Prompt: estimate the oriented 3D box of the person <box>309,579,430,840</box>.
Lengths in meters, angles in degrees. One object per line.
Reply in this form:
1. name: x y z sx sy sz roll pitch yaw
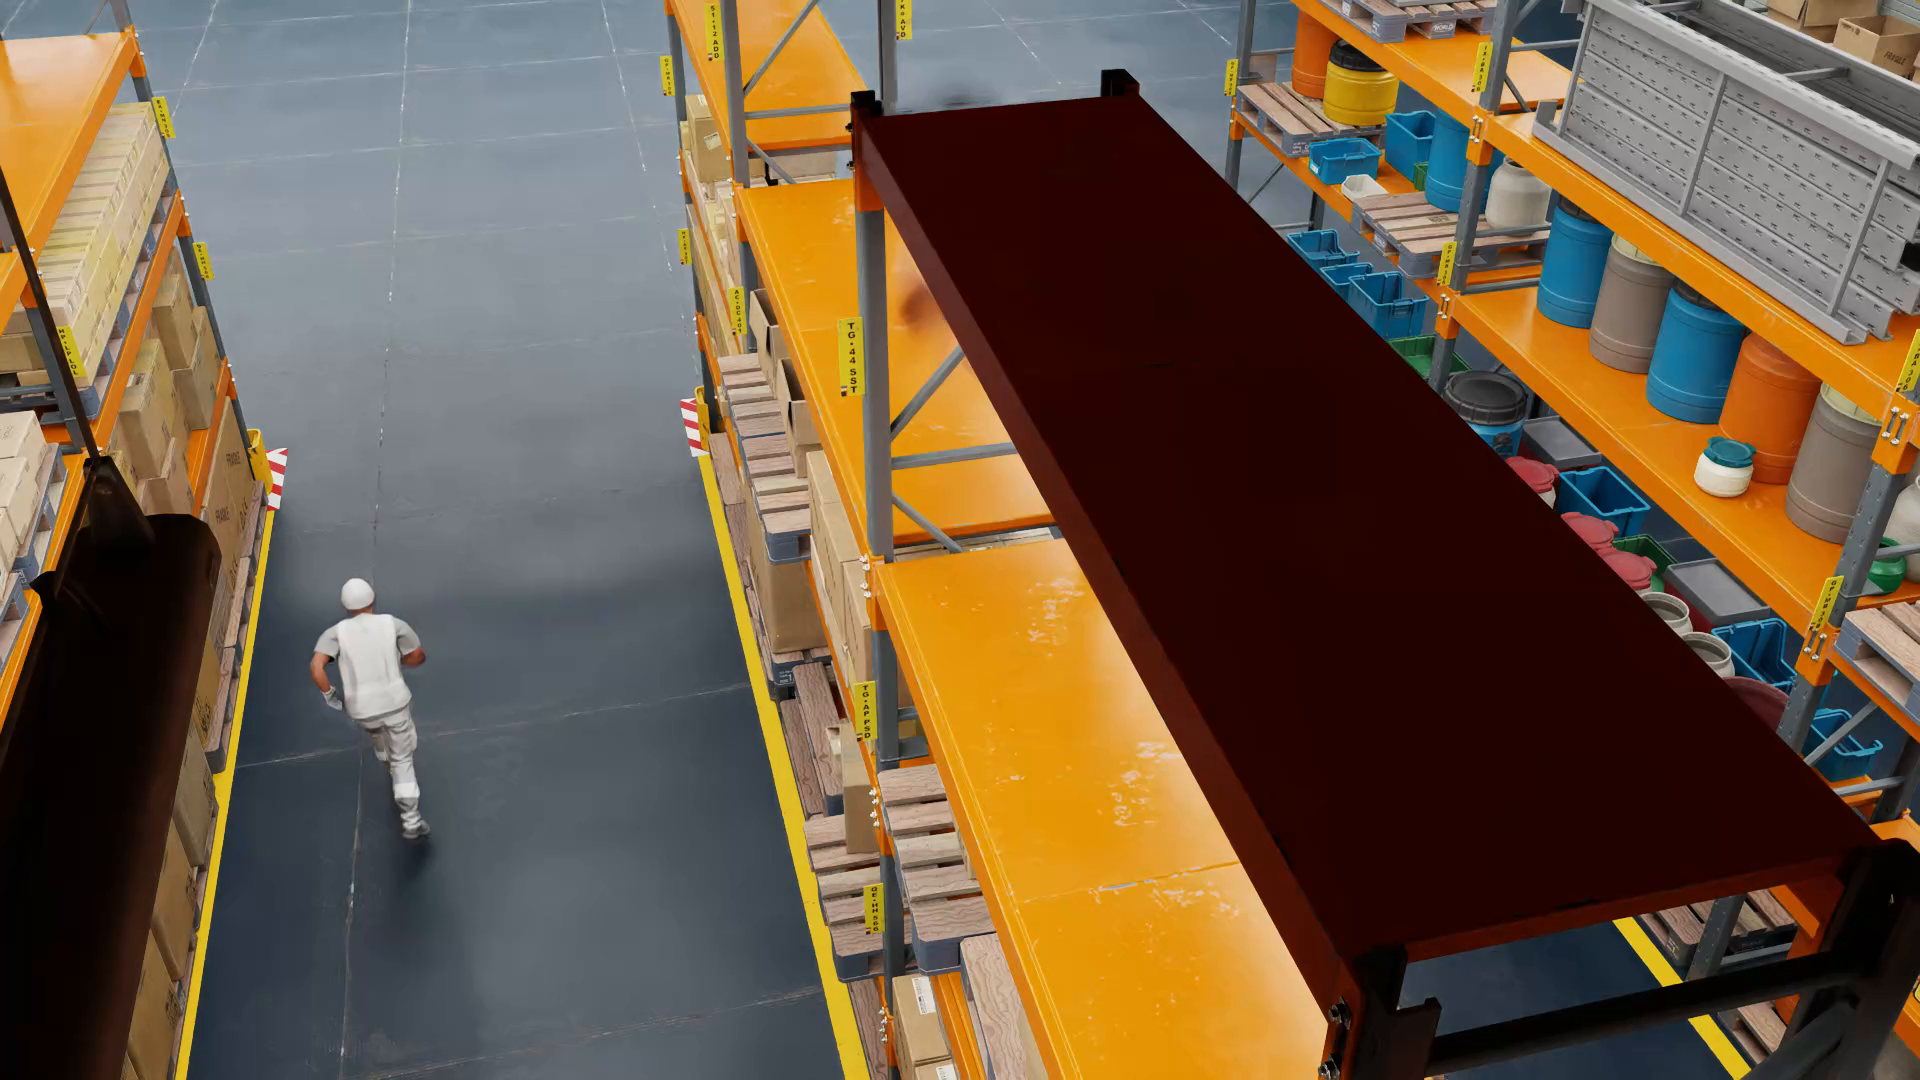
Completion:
1. person: -3.775 1.173 10.922 0.672 1.729 1.056 -13 37 -18
